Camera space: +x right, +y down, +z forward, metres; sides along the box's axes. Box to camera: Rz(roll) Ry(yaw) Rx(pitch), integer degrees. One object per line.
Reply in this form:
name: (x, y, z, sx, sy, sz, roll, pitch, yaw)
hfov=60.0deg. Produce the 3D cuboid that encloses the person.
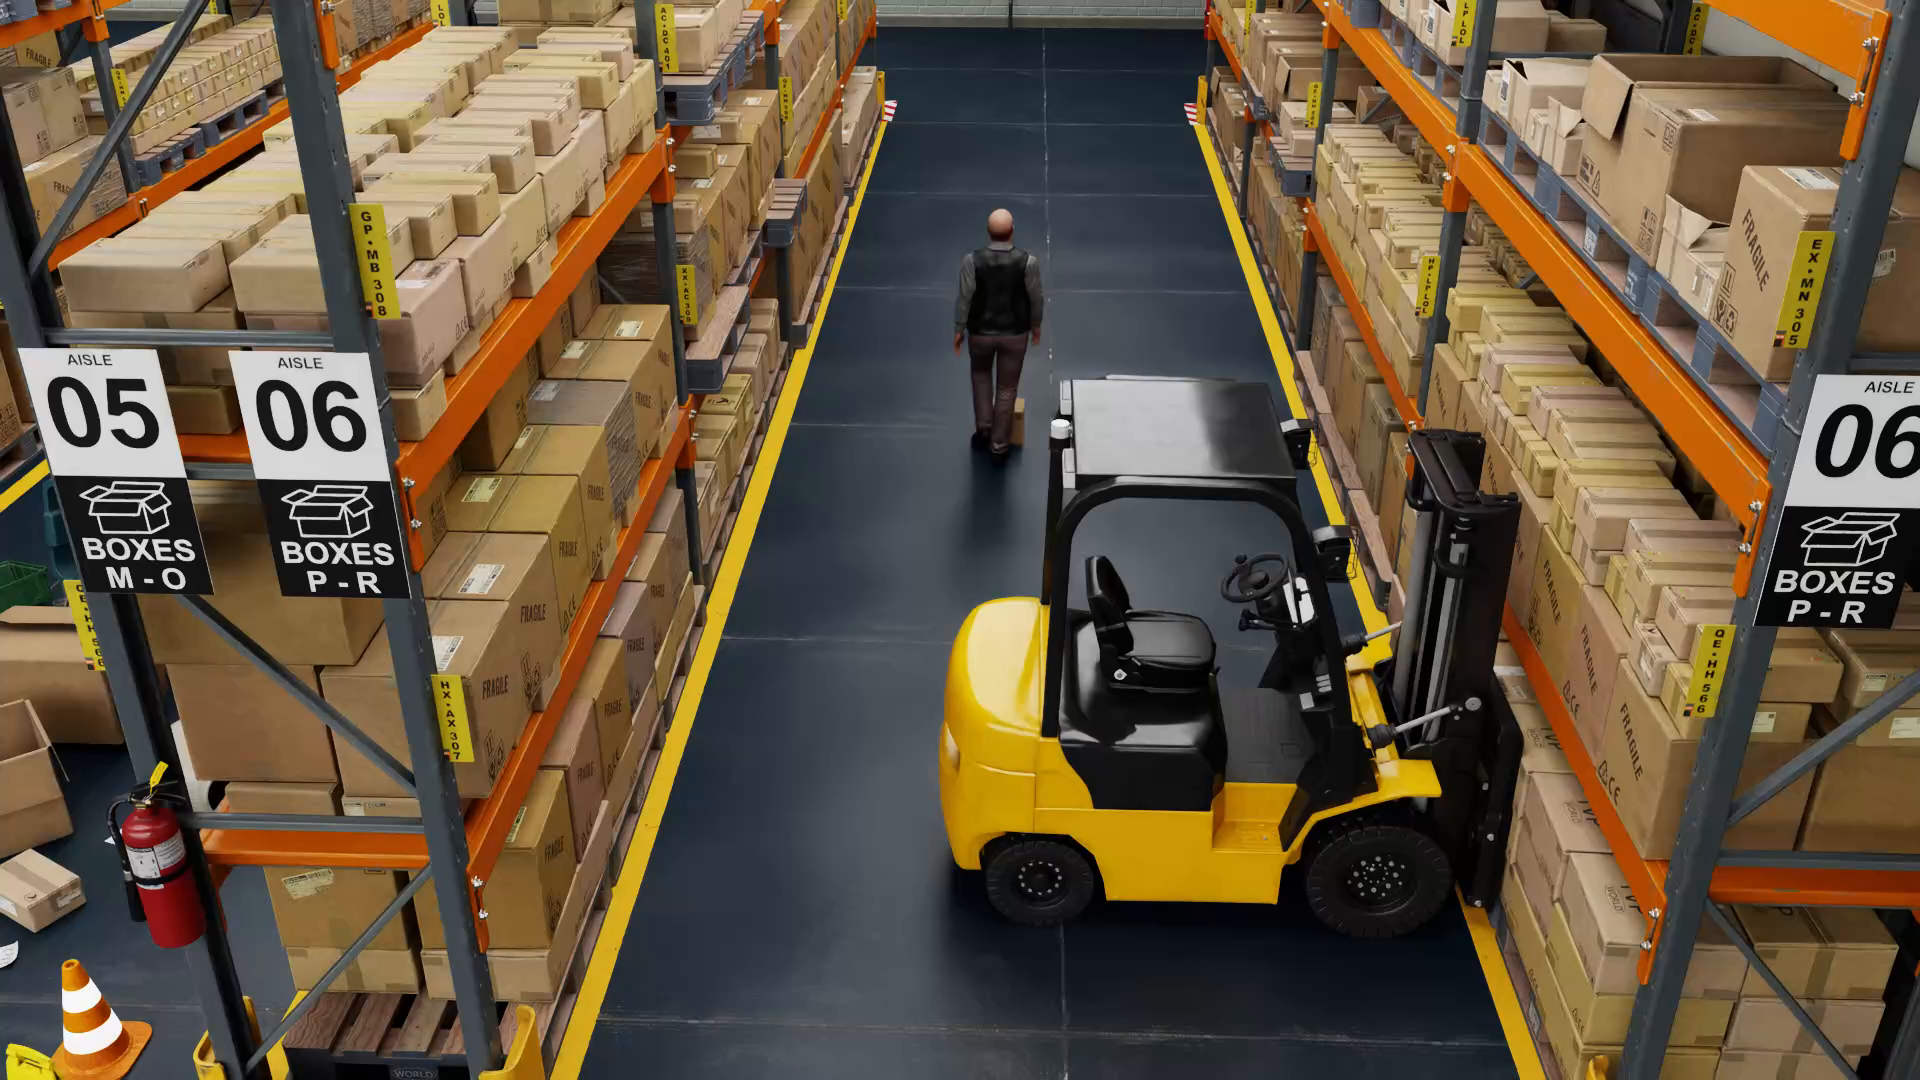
person: (0.262, -1.383, 11.267, 0.600, 1.753, 0.557, 3, 28, 5)
